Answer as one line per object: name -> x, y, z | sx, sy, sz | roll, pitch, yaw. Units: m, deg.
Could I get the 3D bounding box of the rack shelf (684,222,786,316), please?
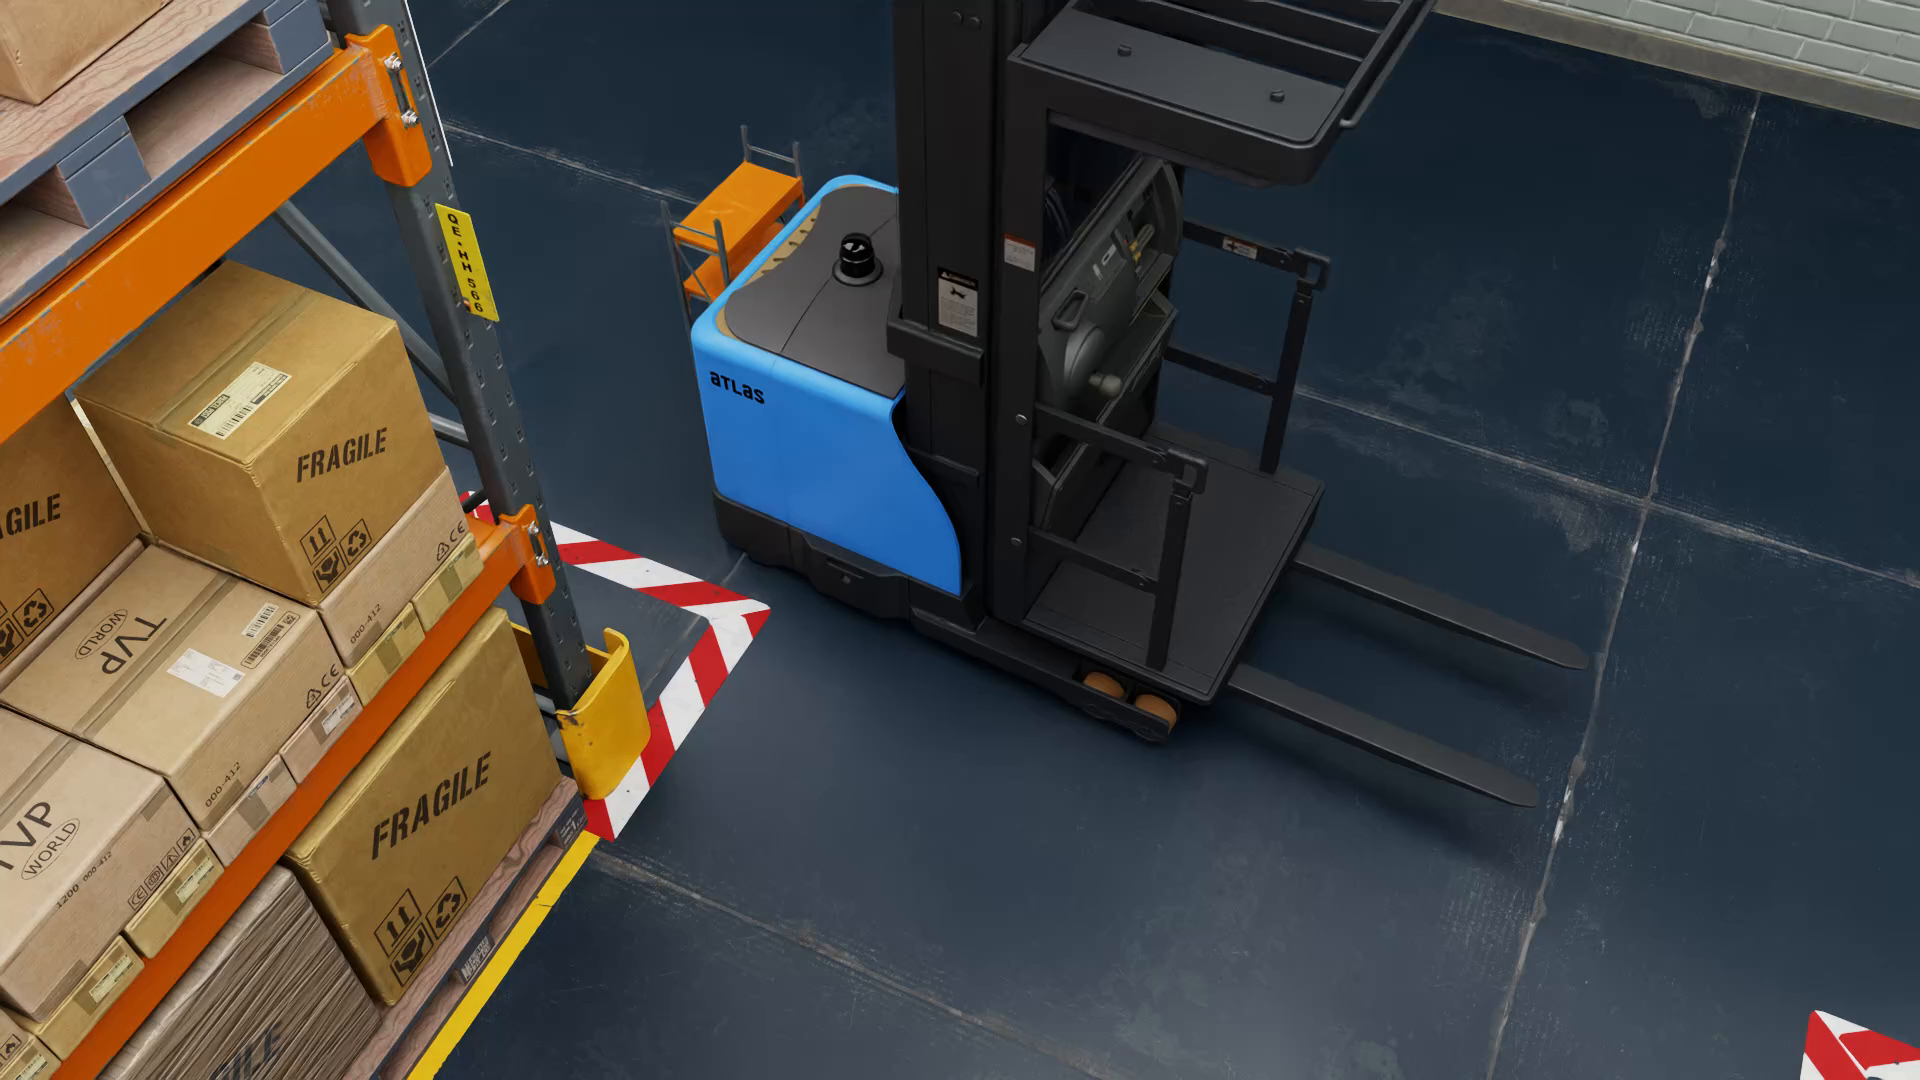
rack shelf -> -0.779, -0.980, 6.085 | 0.258, 0.148, 0.480 | 22, 53, 20

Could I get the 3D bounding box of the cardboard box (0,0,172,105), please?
cardboard box -> -1.820, -1.182, 2.909 | 0.700, 0.500, 0.500 | 17, 52, 14

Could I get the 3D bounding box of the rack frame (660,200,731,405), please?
rack frame -> -0.893, -0.714, 6.064 | 0.240, 1.200, 0.015 | 22, 53, 20

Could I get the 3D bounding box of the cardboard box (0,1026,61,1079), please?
cardboard box -> -2.154, 1.102, 3.508 | 0.380, 0.149, 0.250 | 21, 53, 17

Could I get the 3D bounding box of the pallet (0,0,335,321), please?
pallet -> -1.954, -0.813, 3.061 | 1.003, 0.211, 1.213 | 20, 52, 16

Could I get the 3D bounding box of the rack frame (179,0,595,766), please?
rack frame -> -1.646, -0.384, 4.607 | 1.000, 3.000, 0.127 | 20, 52, 16

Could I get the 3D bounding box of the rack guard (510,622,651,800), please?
rack guard -> -1.636, 0.409, 5.573 | 1.175, 0.500, 0.348 | 20, 52, 16

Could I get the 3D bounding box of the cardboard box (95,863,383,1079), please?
cardboard box -> -2.236, 1.262, 4.326 | 0.875, 0.875, 0.875 | 20, 52, 16

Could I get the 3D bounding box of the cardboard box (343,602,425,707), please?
cardboard box -> -1.610, 0.229, 4.250 | 0.380, 0.149, 0.250 | 20, 53, 16

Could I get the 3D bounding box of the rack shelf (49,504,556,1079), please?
rack shelf -> -2.501, 1.226, 3.710 | 1.077, 0.370, 4.000 | 20, 52, 16

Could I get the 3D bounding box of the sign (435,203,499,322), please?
sign -> -1.162, -0.650, 3.918 | 0.100, 0.325, 0.005 | 20, 52, 16

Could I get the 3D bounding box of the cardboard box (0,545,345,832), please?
cardboard box -> -1.831, 0.337, 3.897 | 0.500, 0.250, 0.500 | 19, 52, 15

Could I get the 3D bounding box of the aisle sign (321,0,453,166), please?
aisle sign -> -1.344, -1.179, 3.576 | 0.394, 0.787, 0.004 | 20, 52, 16

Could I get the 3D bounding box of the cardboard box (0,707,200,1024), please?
cardboard box -> -2.048, 0.688, 3.598 | 0.500, 0.250, 0.500 | 18, 52, 15

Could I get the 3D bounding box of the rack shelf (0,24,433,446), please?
rack shelf -> -2.501, 0.254, 2.567 | 1.077, 0.370, 4.000 | 20, 52, 16

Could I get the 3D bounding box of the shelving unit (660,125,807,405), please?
shelving unit -> -0.775, -0.877, 6.202 | 0.258, 1.200, 0.503 | 22, 53, 20

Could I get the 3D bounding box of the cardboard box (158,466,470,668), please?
cardboard box -> -1.614, -0.012, 4.194 | 0.500, 0.250, 0.500 | 19, 52, 16

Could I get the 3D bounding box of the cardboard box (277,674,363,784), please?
cardboard box -> -1.719, 0.402, 4.103 | 0.380, 0.149, 0.250 | 20, 52, 16

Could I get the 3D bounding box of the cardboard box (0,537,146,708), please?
cardboard box -> -2.312, 0.171, 4.038 | 0.500, 0.250, 0.500 | 19, 52, 16

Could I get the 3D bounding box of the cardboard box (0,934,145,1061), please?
cardboard box -> -2.046, 0.932, 3.652 | 0.380, 0.149, 0.250 | 20, 52, 16

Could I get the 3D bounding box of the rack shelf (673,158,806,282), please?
rack shelf -> -0.787, -1.137, 5.908 | 0.258, 0.148, 0.480 | 22, 53, 20

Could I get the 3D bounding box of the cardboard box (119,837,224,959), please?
cardboard box -> -1.936, 0.753, 3.804 | 0.380, 0.149, 0.250 | 19, 52, 15

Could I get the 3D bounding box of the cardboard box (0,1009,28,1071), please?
cardboard box -> -2.267, 1.048, 3.292 | 0.500, 0.250, 0.500 | 20, 52, 16

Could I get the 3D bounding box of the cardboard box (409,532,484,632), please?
cardboard box -> -1.501, 0.050, 4.403 | 0.380, 0.149, 0.250 | 21, 53, 17

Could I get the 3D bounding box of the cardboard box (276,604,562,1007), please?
cardboard box -> -1.848, 0.635, 4.860 | 0.875, 0.875, 0.875 | 20, 52, 16

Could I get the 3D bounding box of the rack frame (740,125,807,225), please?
rack frame -> -0.656, -1.040, 6.341 | 0.240, 1.200, 0.015 | 22, 53, 20

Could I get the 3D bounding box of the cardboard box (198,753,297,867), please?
cardboard box -> -1.827, 0.574, 3.957 | 0.380, 0.149, 0.250 | 21, 53, 17

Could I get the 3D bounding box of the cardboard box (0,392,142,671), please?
cardboard box -> -2.309, -0.088, 3.766 | 0.500, 0.500, 0.500 | 19, 52, 15

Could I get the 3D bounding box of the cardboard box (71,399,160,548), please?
cardboard box -> -2.096, -0.189, 4.345 | 0.500, 0.250, 0.500 | 19, 52, 15

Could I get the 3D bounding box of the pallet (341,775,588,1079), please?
pallet -> -1.917, 1.096, 5.179 | 1.003, 0.211, 1.213 | 20, 52, 16

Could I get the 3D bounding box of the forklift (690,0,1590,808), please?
forklift -> 0.640, -0.733, 4.949 | 3.031, 2.935, 1.130 | 22, 53, 18

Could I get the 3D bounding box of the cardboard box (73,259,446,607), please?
cardboard box -> -1.617, -0.254, 3.907 | 0.500, 0.500, 0.500 | 20, 53, 17
